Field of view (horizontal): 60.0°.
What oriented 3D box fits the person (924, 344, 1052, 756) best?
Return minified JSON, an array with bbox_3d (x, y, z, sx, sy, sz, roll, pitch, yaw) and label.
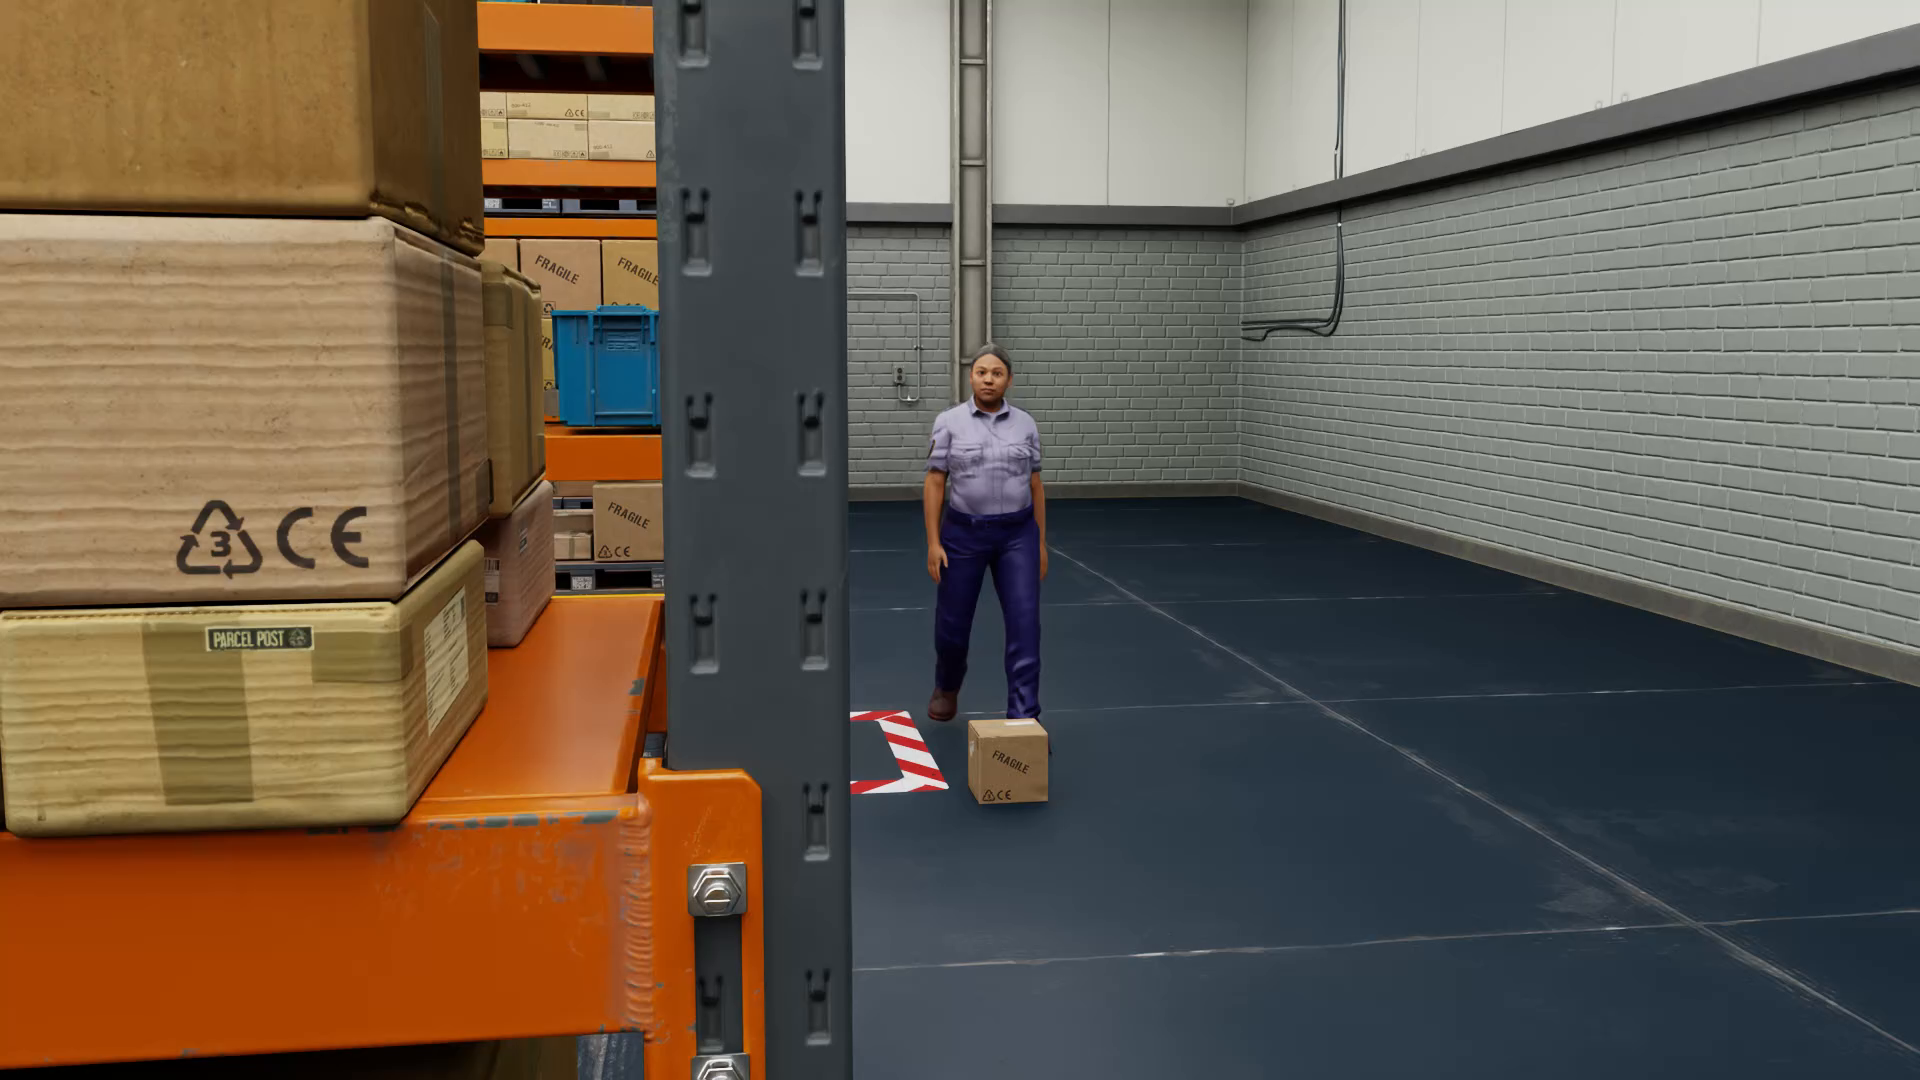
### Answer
[{"bbox_3d":[0.116,0.023,6.763,0.524,1.601,0.818,-1,7,-10],"label":"person"}]
